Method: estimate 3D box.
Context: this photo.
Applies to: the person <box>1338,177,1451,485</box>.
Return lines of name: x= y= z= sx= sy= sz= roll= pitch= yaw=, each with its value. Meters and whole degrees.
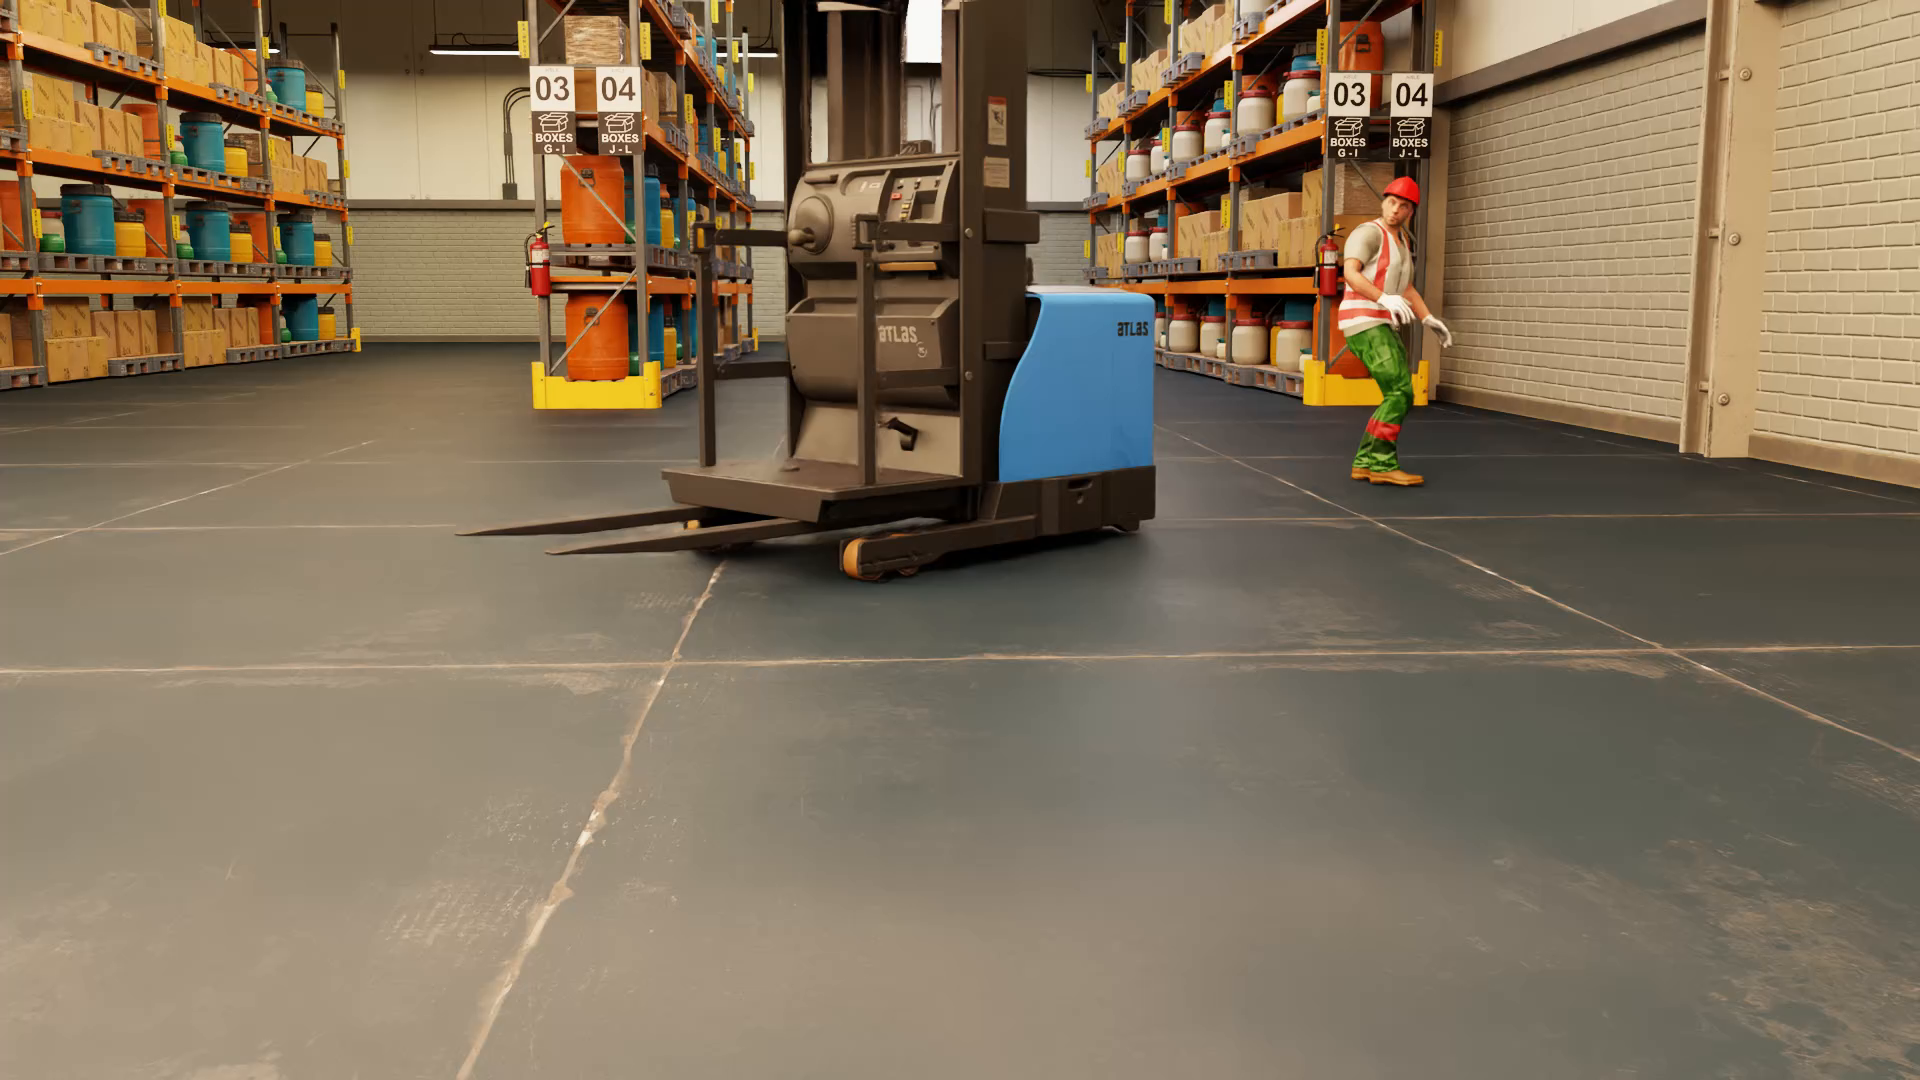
person: x=2.443 y=-1.177 z=9.437 sx=0.520 sy=1.728 sz=0.763 roll=5 pitch=10 yaw=32

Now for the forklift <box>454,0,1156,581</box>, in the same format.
forklift: x=-0.513 y=-1.378 z=6.611 sx=1.130 sy=2.935 sz=3.031 roll=8 pitch=12 yaw=44
